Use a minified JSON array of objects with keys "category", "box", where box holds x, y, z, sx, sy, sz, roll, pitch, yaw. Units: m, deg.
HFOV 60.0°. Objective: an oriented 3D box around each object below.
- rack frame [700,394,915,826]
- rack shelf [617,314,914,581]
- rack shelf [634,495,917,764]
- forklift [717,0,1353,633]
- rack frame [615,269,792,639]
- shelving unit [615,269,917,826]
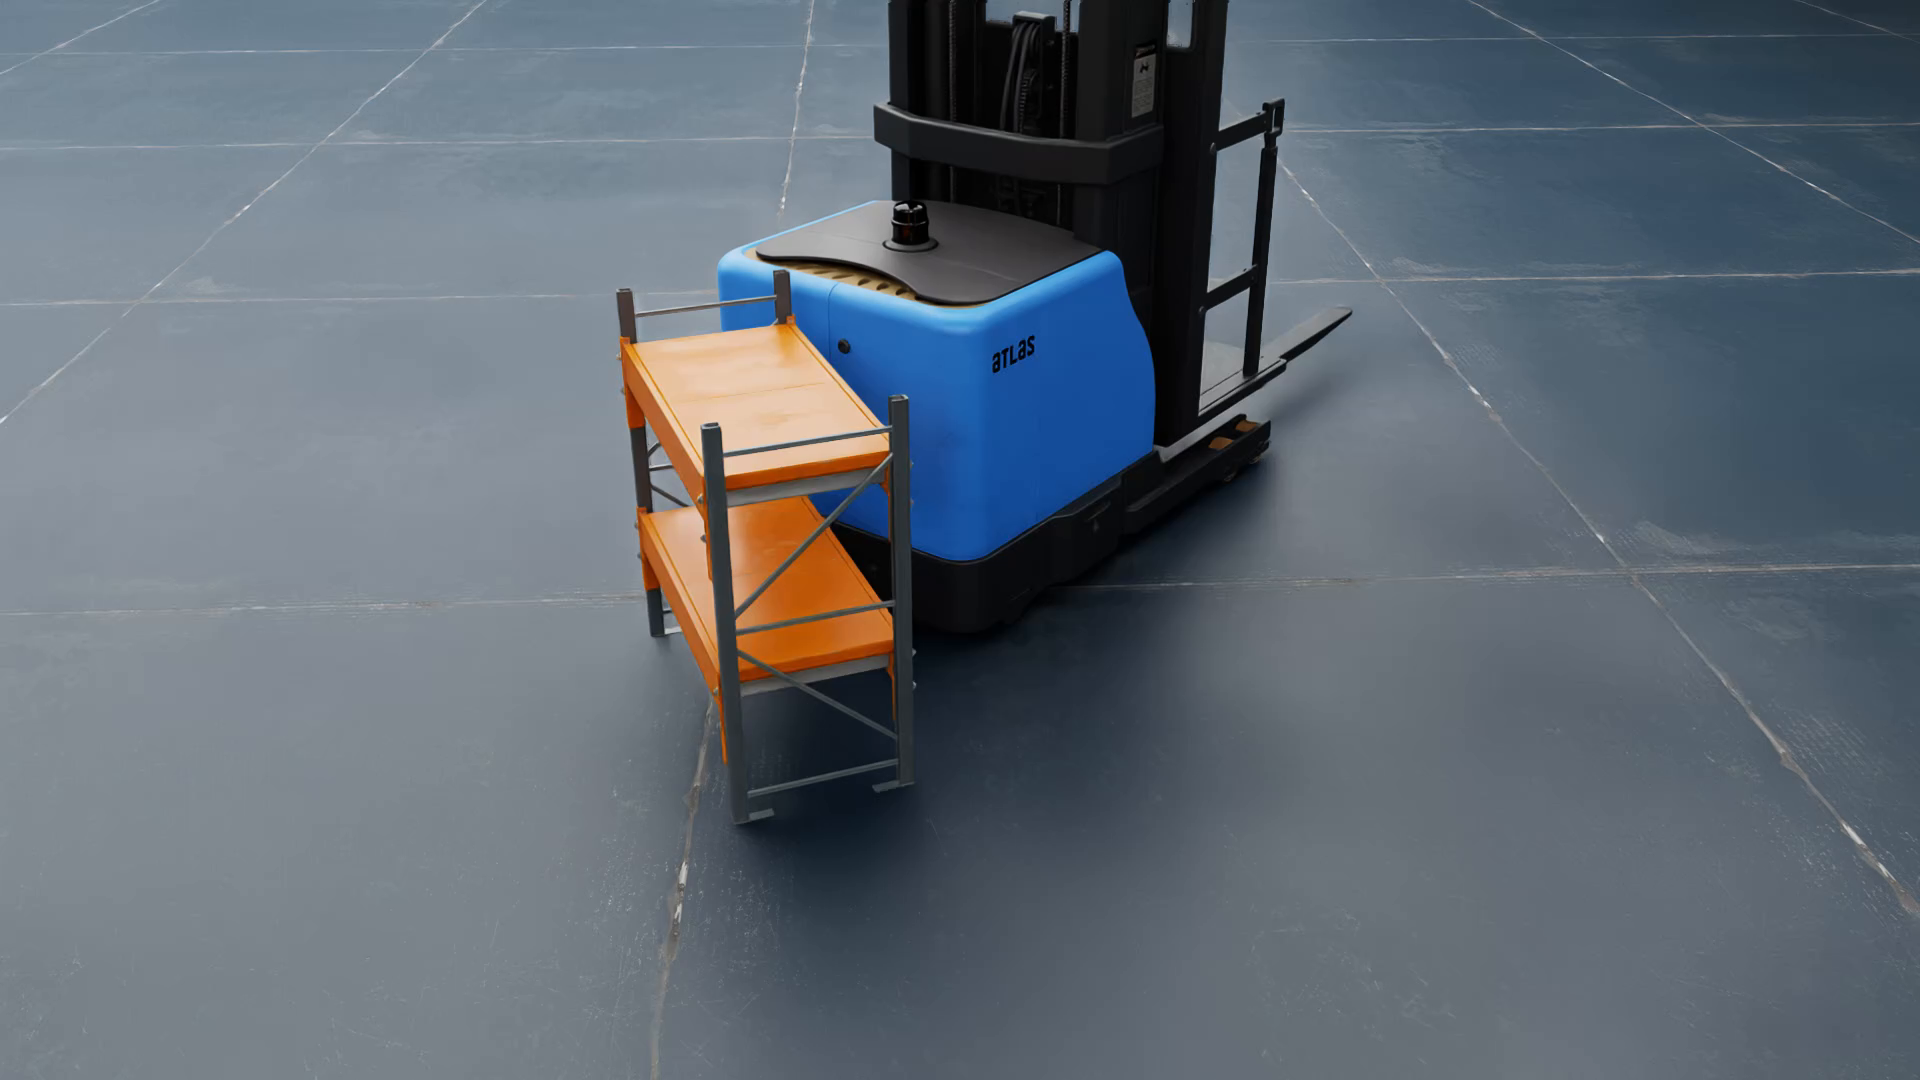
[{"category":"rack frame","box":[-0.360,0.197,4.156,0.500,1.125,0.032,-10,29,-19]},{"category":"rack shelf","box":[-0.545,-0.282,4.441,0.538,0.278,1.000,-10,29,-19]},{"category":"rack shelf","box":[-0.545,0.195,4.689,0.538,0.278,1.000,-10,29,-19]},{"category":"forklift","box":[0.521,-1.637,5.720,1.130,2.935,3.031,19,33,32]},{"category":"rack frame","box":[-0.730,-0.241,4.996,0.500,1.125,0.032,-10,29,-19]},{"category":"shelving unit","box":[-0.545,-0.022,4.576,0.538,1.125,1.048,-10,29,-19]}]
